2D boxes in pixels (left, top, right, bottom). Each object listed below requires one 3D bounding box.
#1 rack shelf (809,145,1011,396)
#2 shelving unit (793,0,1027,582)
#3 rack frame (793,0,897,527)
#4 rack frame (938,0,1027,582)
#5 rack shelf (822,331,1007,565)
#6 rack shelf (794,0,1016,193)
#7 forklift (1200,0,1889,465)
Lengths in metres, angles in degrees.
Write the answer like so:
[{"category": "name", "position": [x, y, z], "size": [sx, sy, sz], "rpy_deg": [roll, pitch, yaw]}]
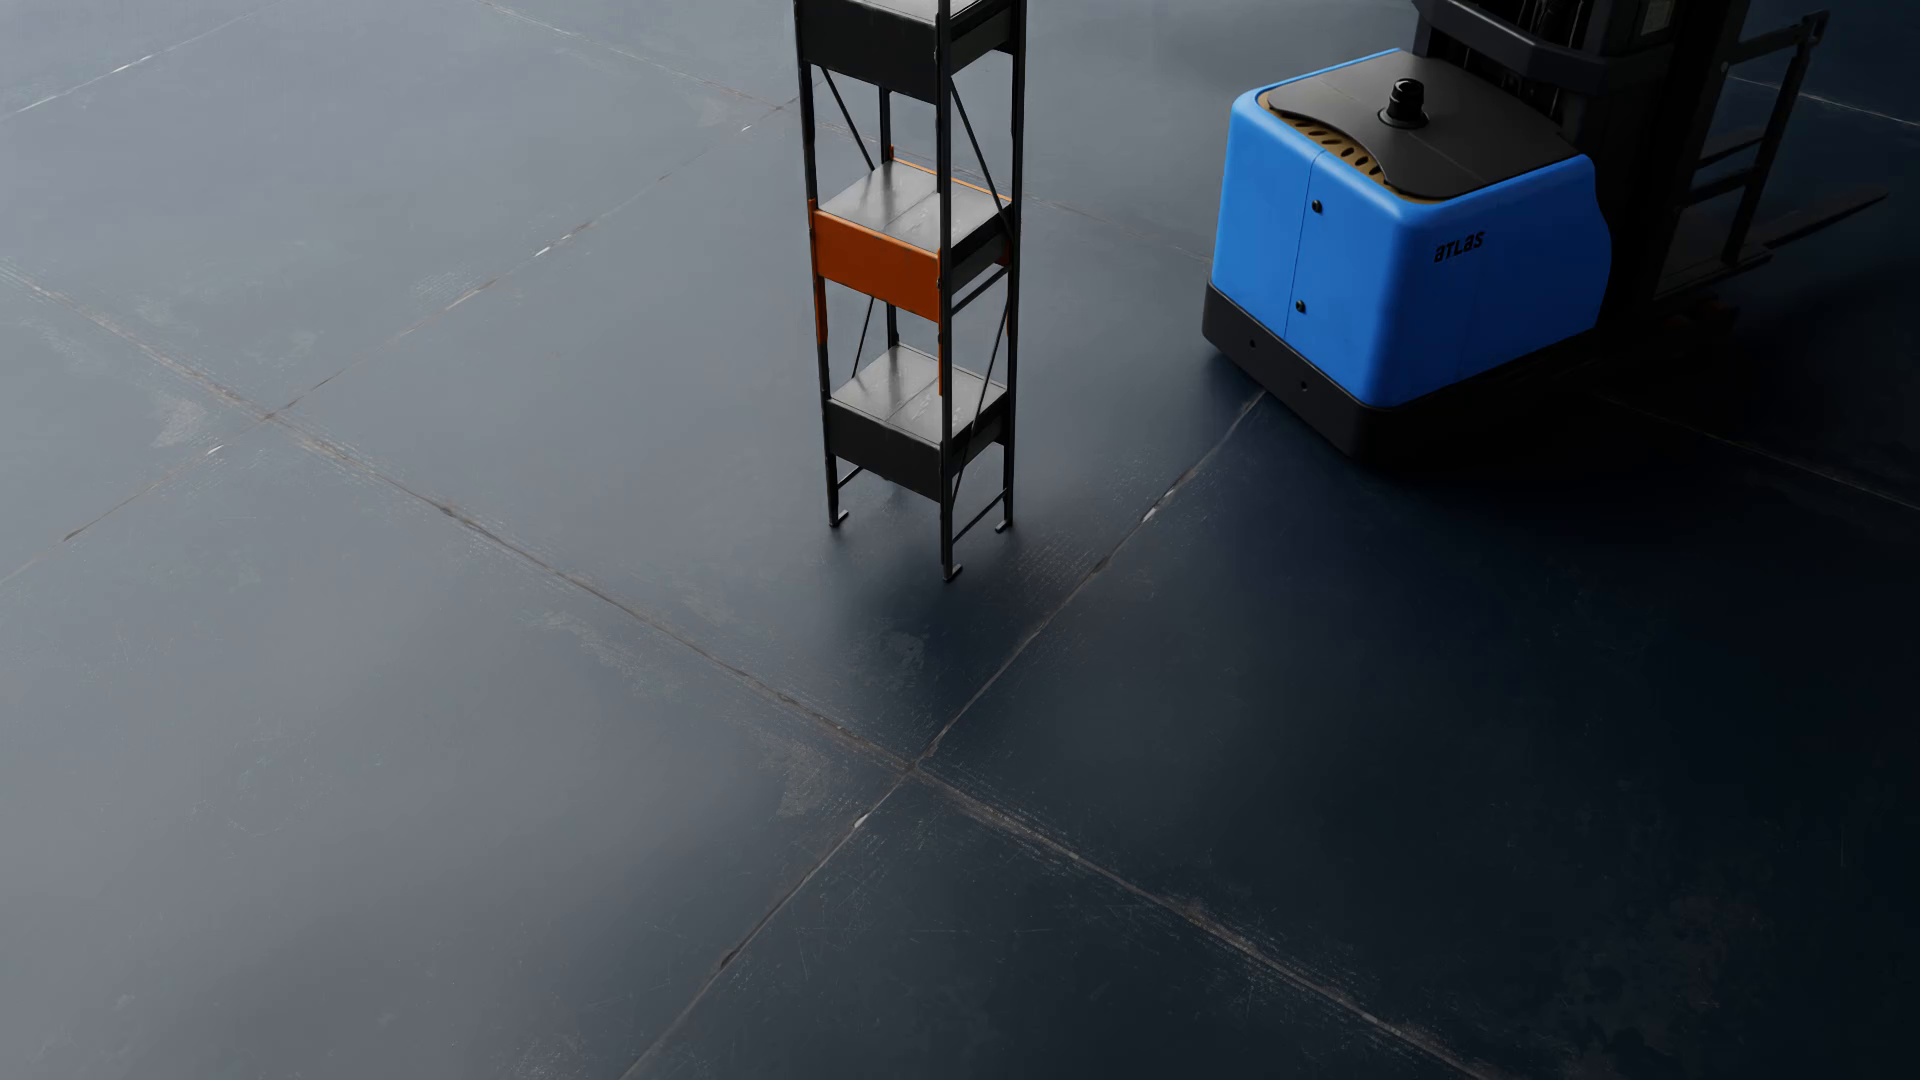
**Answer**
[{"category": "rack shelf", "position": [-0.136, -0.836, 5.130], "size": [0.480, 0.518, 0.431], "rpy_deg": [25, 48, 25]}, {"category": "shelving unit", "position": [-0.136, -0.846, 5.121], "size": [0.503, 2.100, 0.431], "rpy_deg": [25, 48, 25]}, {"category": "rack frame", "position": [-0.335, -0.939, 5.225], "size": [0.015, 2.100, 0.400], "rpy_deg": [25, 48, 25]}, {"category": "rack frame", "position": [0.064, -0.752, 5.016], "size": [0.015, 2.100, 0.400], "rpy_deg": [25, 48, 25]}, {"category": "rack shelf", "position": [-0.136, -0.314, 5.597], "size": [0.480, 0.518, 0.431], "rpy_deg": [25, 48, 25]}, {"category": "rack shelf", "position": [-0.135, -1.357, 4.663], "size": [0.480, 0.518, 0.431], "rpy_deg": [25, 48, 25]}, {"category": "forklift", "position": [2.479, -2.092, 5.890], "size": [3.031, 2.935, 1.130], "rpy_deg": [-21, 46, -22]}]
